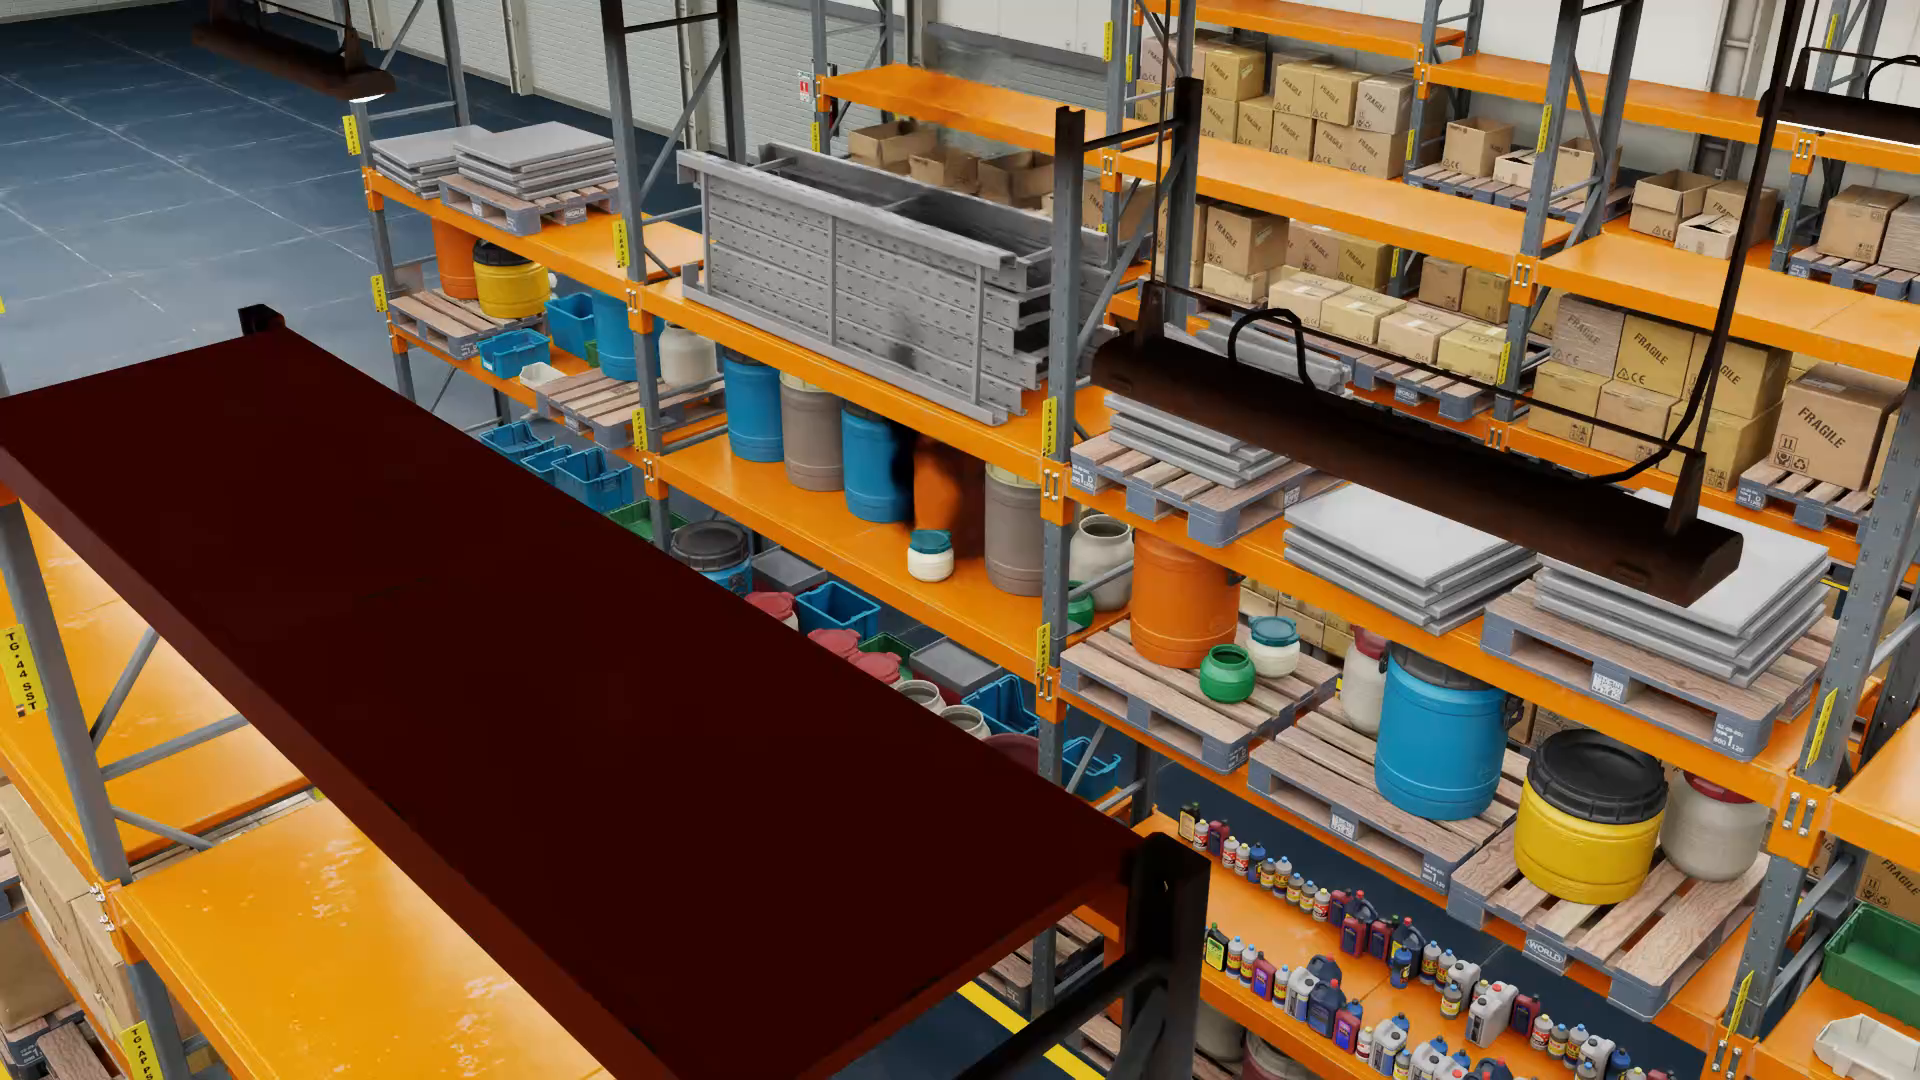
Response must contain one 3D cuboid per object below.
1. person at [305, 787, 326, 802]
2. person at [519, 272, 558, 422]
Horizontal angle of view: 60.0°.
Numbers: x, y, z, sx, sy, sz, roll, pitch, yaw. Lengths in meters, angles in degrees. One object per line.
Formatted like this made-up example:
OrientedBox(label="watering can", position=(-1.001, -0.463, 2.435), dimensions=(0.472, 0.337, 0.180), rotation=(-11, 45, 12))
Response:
OrientedBox(label="person", position=(-4.250, 1.778, 11.114), dimensions=(0.577, 1.772, 0.698), rotation=(25, 37, 38))
OrientedBox(label="person", position=(-4.697, -2.226, 19.160), dimensions=(0.957, 1.774, 0.671), rotation=(-6, 29, -11))
